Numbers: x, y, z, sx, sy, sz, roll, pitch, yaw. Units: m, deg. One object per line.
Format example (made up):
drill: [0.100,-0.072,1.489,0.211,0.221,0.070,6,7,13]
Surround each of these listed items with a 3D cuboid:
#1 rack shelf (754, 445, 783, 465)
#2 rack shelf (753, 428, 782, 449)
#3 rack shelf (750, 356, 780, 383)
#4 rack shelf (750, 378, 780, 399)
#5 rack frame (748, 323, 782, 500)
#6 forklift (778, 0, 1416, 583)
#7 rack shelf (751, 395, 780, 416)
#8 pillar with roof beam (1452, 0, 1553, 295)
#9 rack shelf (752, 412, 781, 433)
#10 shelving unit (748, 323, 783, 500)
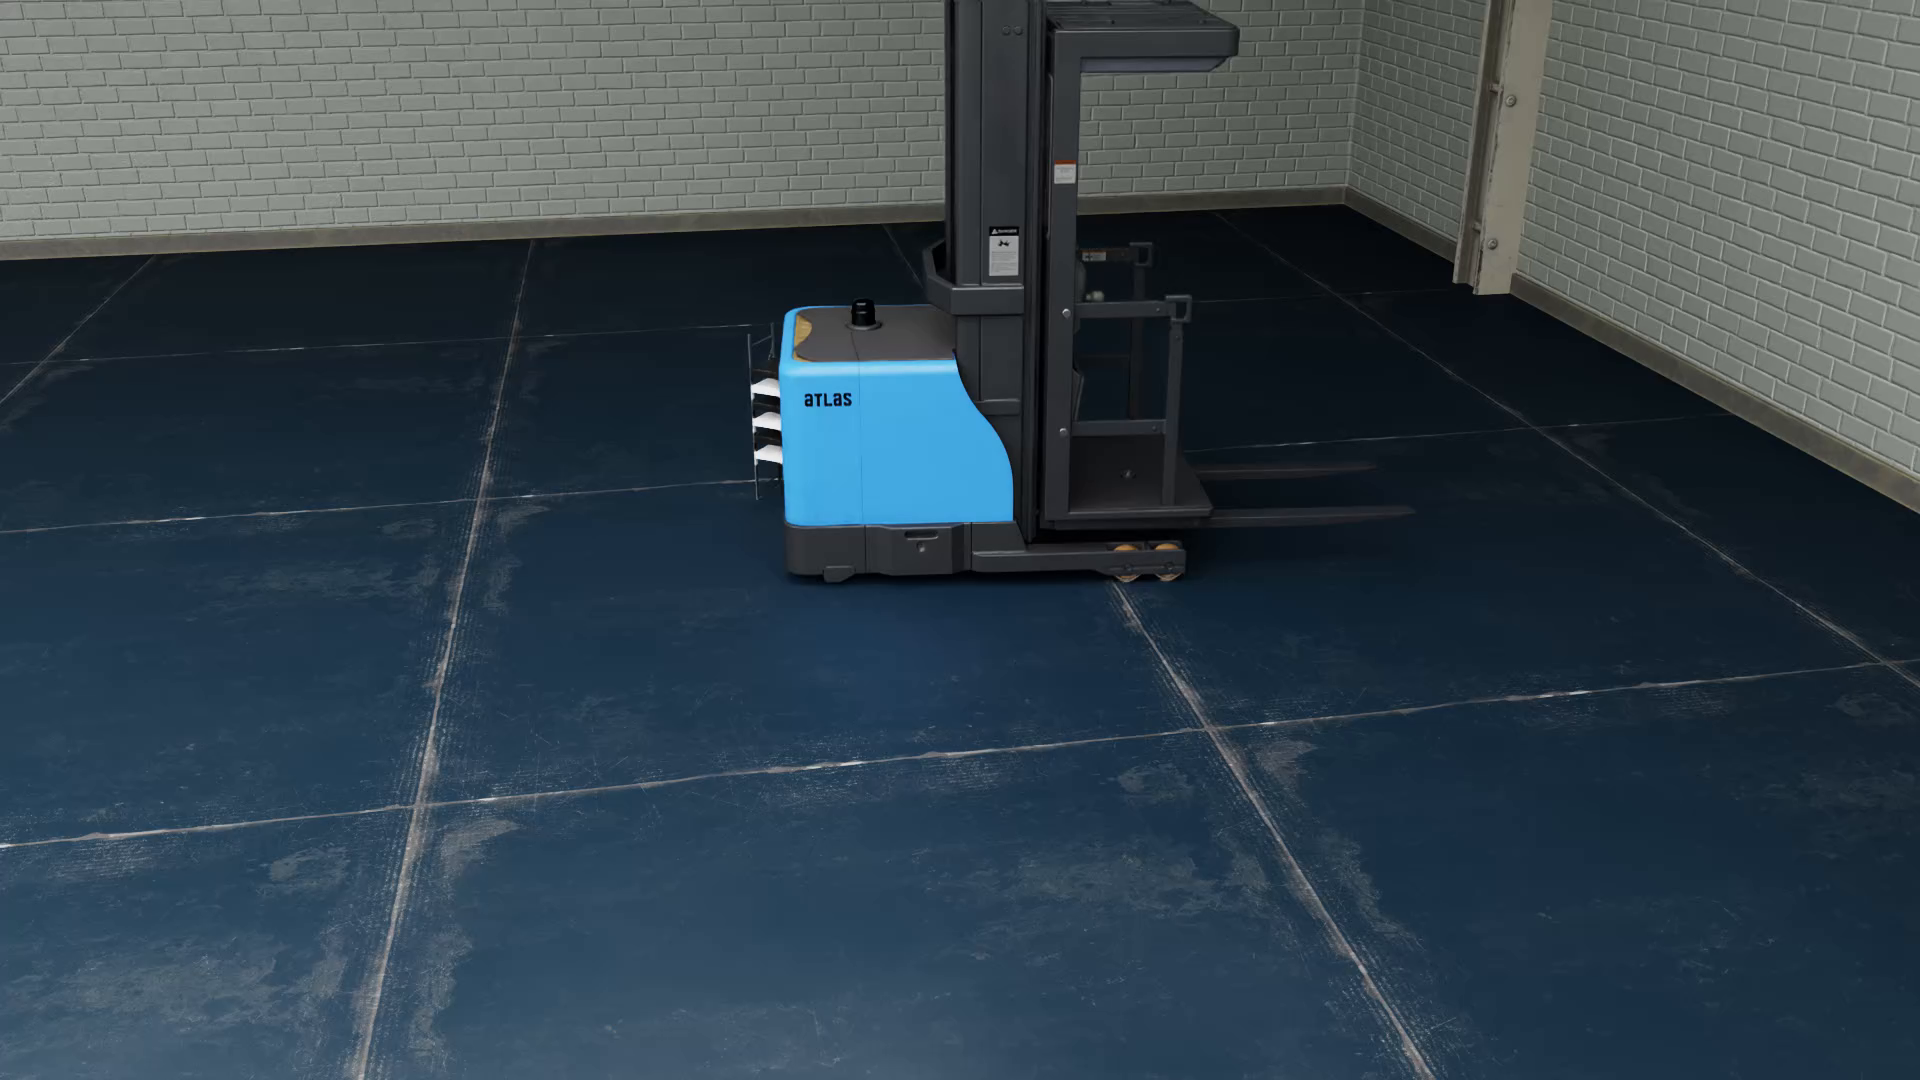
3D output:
rack shelf: [-0.922,-0.450,8.689,0.200,0.077,0.258,11,26,24]
rack shelf: [-0.922,-0.533,8.653,0.200,0.077,0.258,11,26,24]
rack shelf: [-0.922,-0.863,8.509,0.200,0.077,0.258,11,26,24]
rack shelf: [-0.922,-0.780,8.545,0.200,0.077,0.258,11,26,24]
rack frame: [-1.013,-0.664,8.645,0.006,0.900,0.240,11,26,24]
forklift: [0.662,-1.362,7.706,3.031,2.935,1.130,-2,24,-4]
rack shelf: [-0.922,-0.698,8.581,0.200,0.077,0.258,11,26,24]
pillar with roof beam: [-0.253,-5.730,10.127,9.100,9.000,0.400,-4,24,-10]
rack shelf: [-0.922,-0.615,8.617,0.200,0.077,0.258,11,26,24]
shelving unit: [-0.922,-0.646,8.604,0.210,0.900,0.258,11,26,24]
